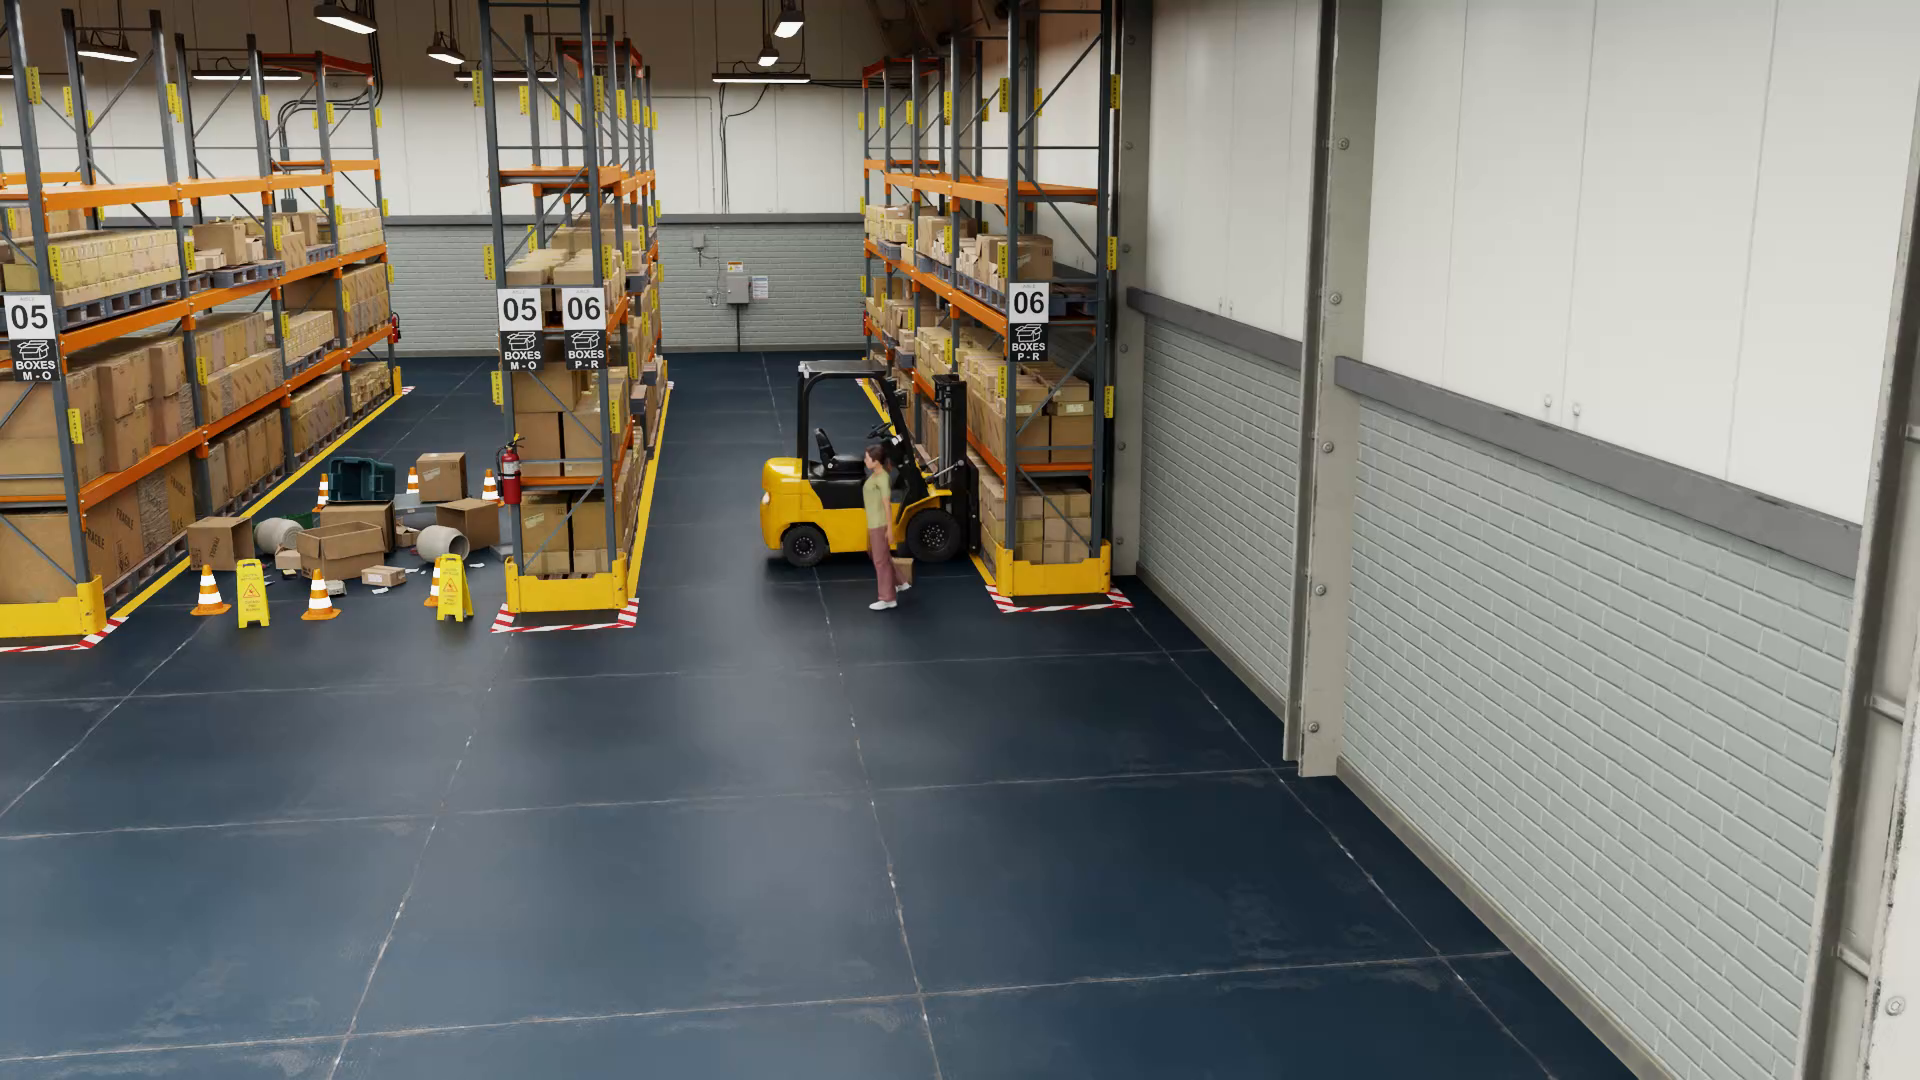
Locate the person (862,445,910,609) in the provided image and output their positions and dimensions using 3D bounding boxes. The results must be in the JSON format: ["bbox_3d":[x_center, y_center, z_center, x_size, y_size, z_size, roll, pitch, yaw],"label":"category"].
[{"bbox_3d":[-0.739,-0.159,16.639,0.485,1.665,0.640,-2,13,-7],"label":"person"}]
